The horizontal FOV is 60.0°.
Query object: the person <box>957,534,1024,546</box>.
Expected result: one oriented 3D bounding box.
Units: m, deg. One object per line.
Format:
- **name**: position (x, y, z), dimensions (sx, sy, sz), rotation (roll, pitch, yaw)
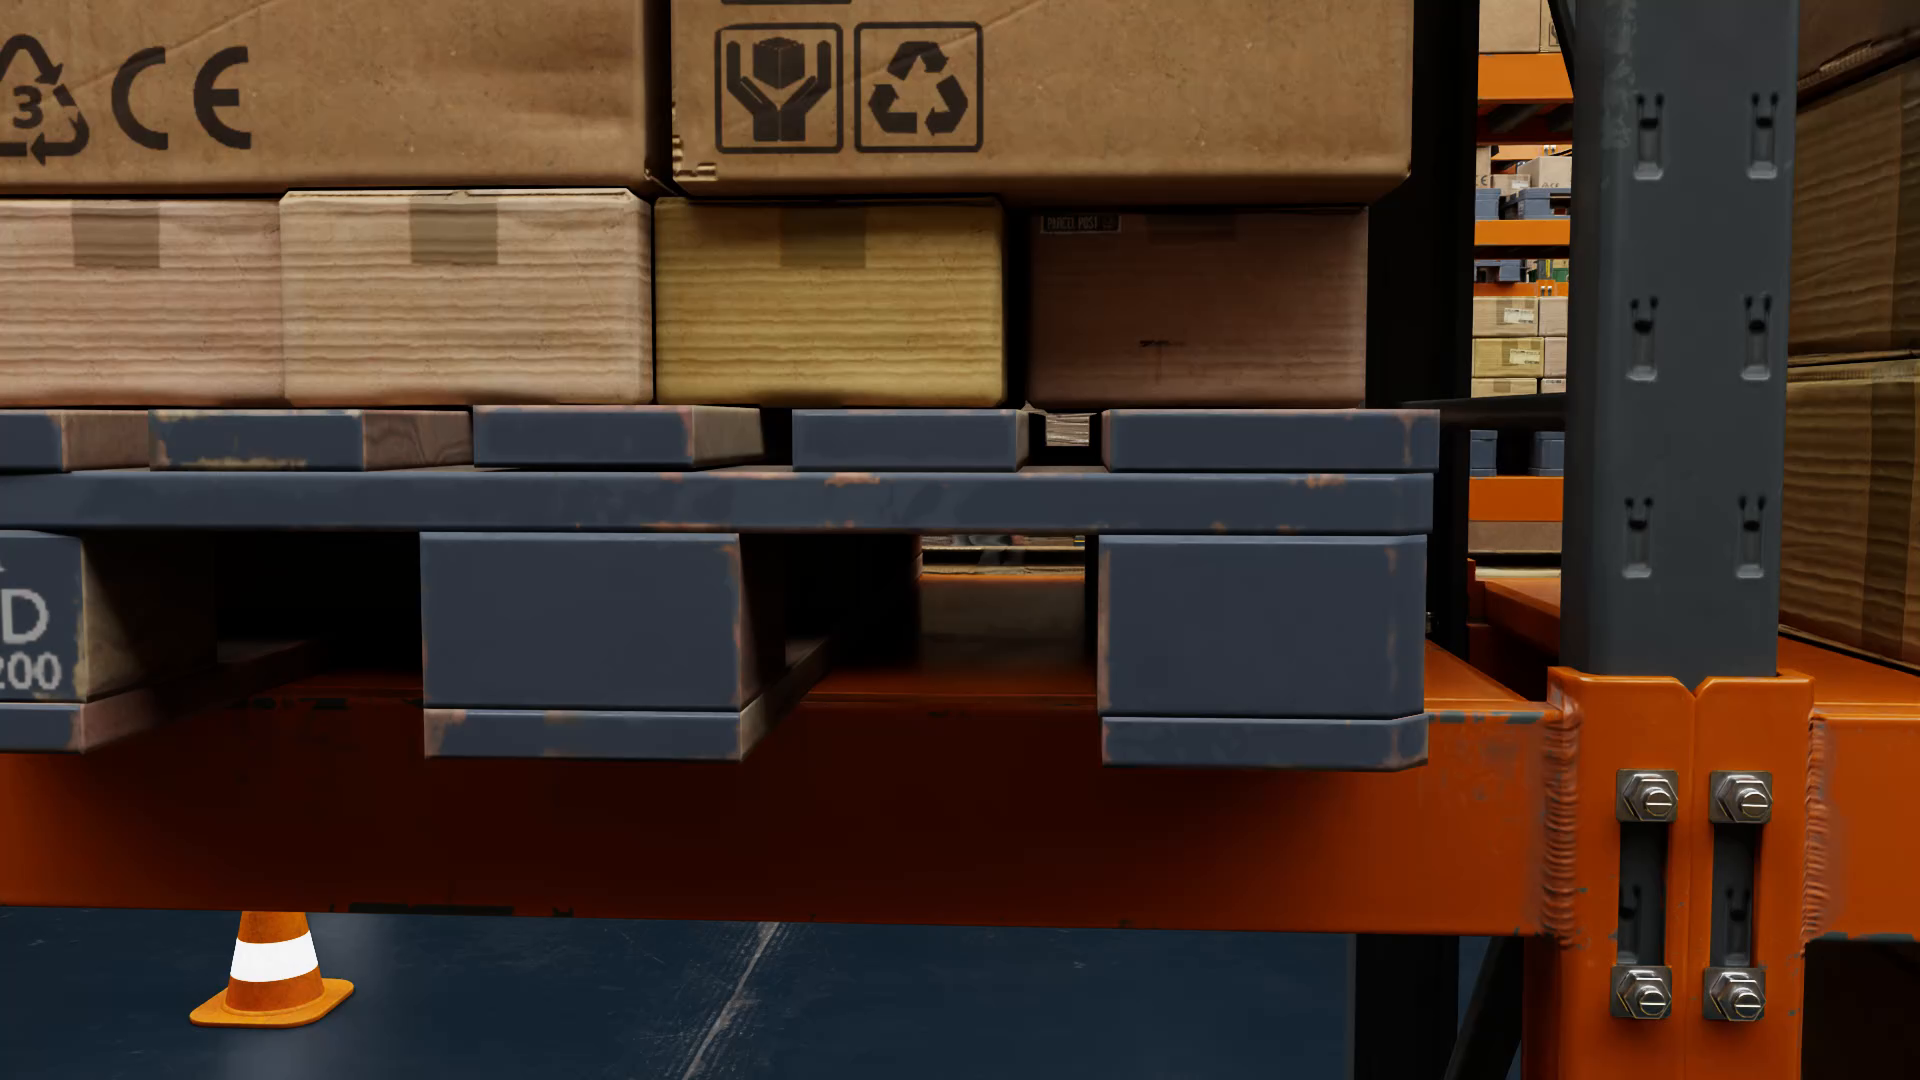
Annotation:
- **person**: position (0.149, -0.105, 10.094), dimensions (0.439, 1.779, 0.627), rotation (-2, 5, -31)
